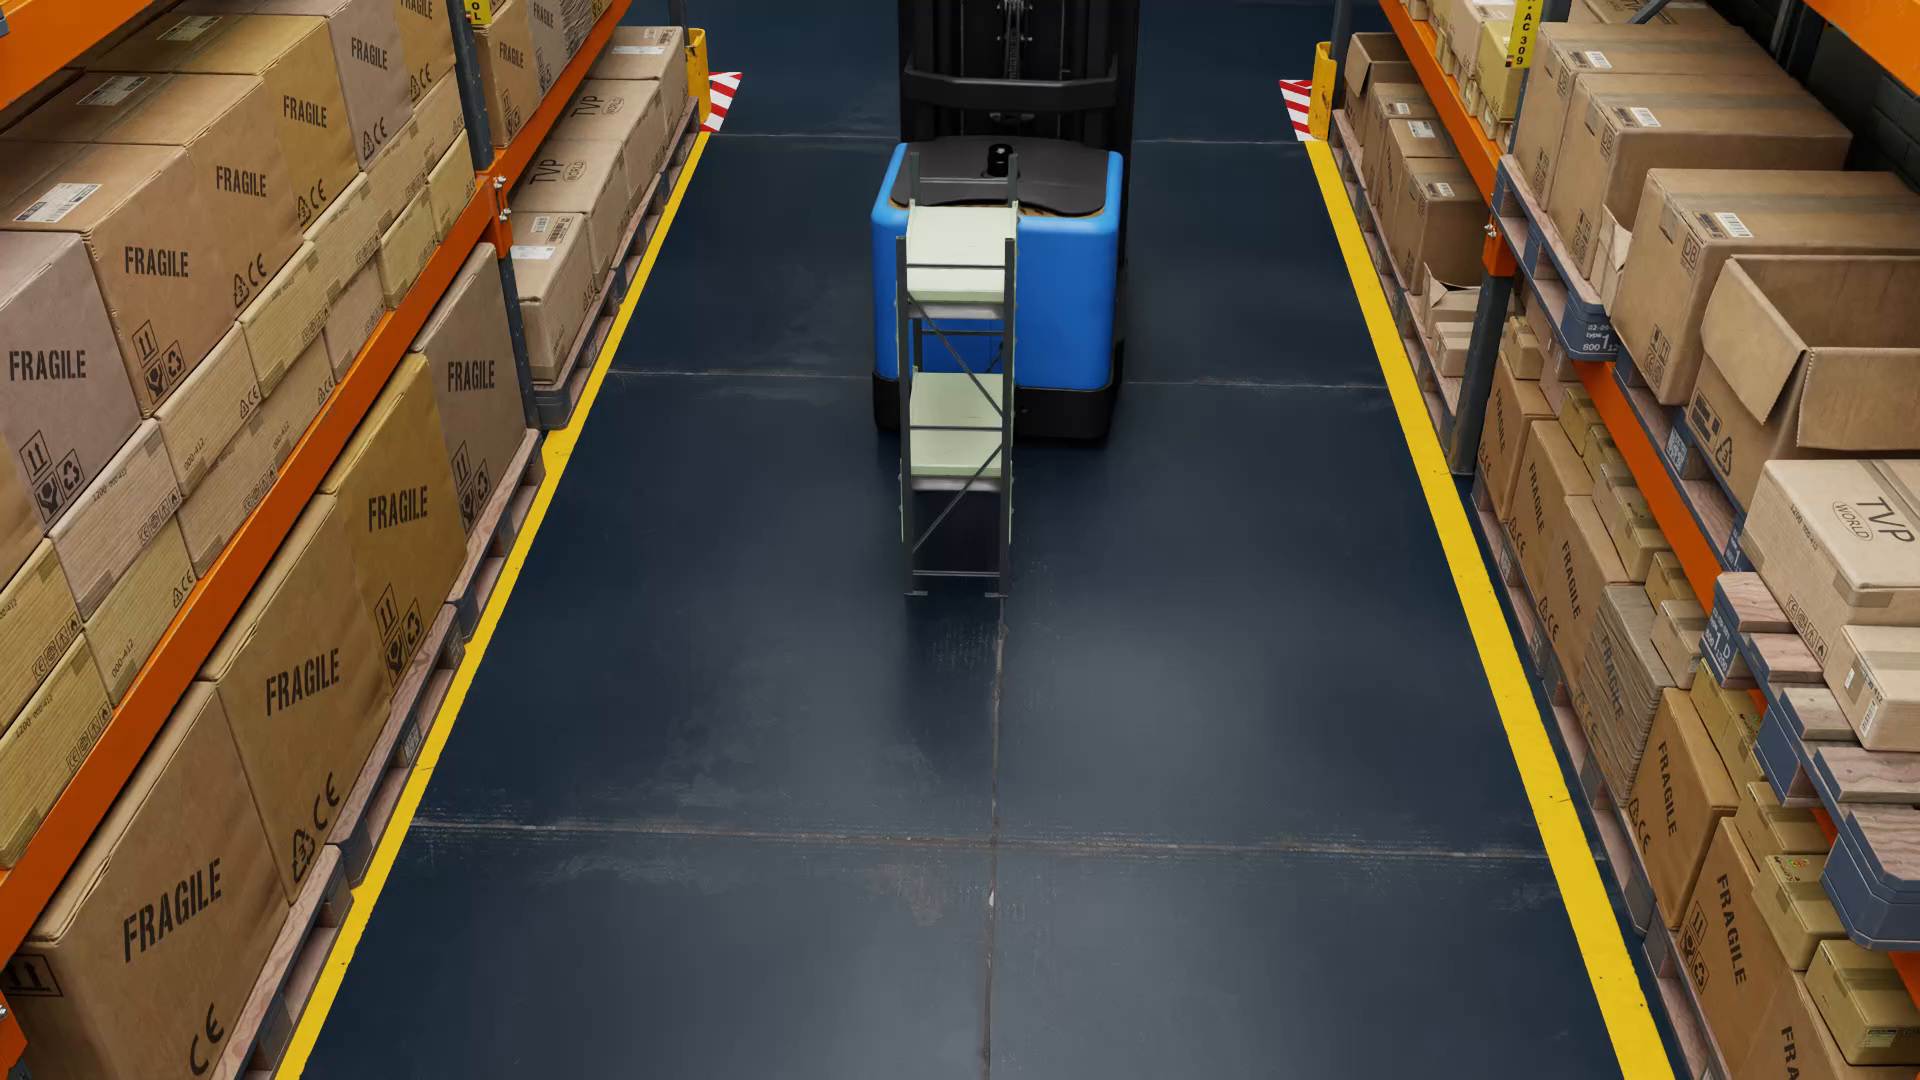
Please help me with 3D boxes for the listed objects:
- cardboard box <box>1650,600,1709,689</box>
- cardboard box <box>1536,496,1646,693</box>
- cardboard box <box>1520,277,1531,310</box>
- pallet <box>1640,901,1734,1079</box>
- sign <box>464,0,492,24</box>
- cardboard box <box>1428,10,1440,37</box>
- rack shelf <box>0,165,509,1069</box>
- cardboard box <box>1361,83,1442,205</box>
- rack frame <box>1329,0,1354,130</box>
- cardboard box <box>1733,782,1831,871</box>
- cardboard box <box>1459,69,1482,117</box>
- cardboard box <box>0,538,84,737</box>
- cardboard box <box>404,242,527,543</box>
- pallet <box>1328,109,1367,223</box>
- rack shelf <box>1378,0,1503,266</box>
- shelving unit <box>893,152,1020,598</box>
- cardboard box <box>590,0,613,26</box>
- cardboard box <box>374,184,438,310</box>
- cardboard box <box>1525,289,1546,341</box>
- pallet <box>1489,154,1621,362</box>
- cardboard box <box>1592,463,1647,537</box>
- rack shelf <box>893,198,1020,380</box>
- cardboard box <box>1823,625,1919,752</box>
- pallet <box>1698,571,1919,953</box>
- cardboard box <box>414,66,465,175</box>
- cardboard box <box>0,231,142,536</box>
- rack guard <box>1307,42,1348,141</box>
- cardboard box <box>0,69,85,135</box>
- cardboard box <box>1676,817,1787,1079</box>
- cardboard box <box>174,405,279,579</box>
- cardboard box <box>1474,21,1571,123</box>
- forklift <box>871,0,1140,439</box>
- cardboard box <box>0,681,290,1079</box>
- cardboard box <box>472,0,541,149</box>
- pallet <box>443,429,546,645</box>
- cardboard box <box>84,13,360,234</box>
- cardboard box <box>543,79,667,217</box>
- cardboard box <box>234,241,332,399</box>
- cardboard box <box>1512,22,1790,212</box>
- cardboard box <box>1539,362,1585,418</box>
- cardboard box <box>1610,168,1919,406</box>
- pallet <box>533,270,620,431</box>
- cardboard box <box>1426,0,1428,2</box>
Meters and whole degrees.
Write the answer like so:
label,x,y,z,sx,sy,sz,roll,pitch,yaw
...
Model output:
label,x,y,z,sx,sy,sz,roll,pitch,yaw
cardboard box,2.300,0.309,4.946,0.380,0.149,0.250,0,35,0
cardboard box,2.332,0.193,5.676,0.500,0.500,0.500,0,35,0
cardboard box,2.892,-1.152,7.895,0.380,0.149,0.250,1,35,1
pallet,2.519,1.487,4.450,1.003,0.211,1.213,1,35,2
sign,-1.805,-2.071,6.149,0.100,0.325,0.005,1,35,2
cardboard box,2.453,-2.496,7.911,0.380,0.149,0.250,1,35,2
rack shelf,-2.428,-0.193,5.041,1.077,0.370,4.000,1,35,2
cardboard box,2.580,-2.131,8.983,0.700,0.500,0.500,3,35,4
rack frame,2.773,-3.822,9.579,1.000,3.000,0.127,1,35,2
cardboard box,2.253,0.763,4.301,0.380,0.149,0.250,0,35,0
cardboard box,2.348,-1.910,7.077,0.380,0.149,0.250,2,35,3
cardboard box,-2.241,0.233,3.505,0.500,0.250,0.500,1,35,2
cardboard box,-2.293,-0.581,6.450,0.875,0.875,0.875,2,35,3
pallet,2.739,-2.179,9.667,1.003,0.211,1.213,1,35,2
rack shelf,2.693,-2.378,8.151,1.077,0.370,4.000,1,35,2
shelving unit,0.000,-0.610,6.313,0.431,1.500,0.755,1,35,2
cardboard box,-1.996,-2.811,8.054,0.500,0.500,0.500,2,35,3
cardboard box,-2.135,-1.019,5.721,0.500,0.250,0.500,1,35,1
cardboard box,2.393,-0.859,6.349,0.380,0.149,0.250,1,35,1
pallet,2.471,-0.989,5.715,1.003,0.211,1.213,1,35,2
cardboard box,2.354,-0.129,5.570,0.380,0.149,0.250,1,35,2
rack shelf,0.000,-0.929,6.089,0.431,0.370,0.720,1,35,2
cardboard box,2.095,0.319,3.540,0.380,0.149,0.250,2,35,3
pallet,2.409,0.462,3.651,1.213,0.211,1.003,1,35,2
cardboard box,-2.122,-1.520,6.000,0.500,0.250,0.500,1,35,2
cardboard box,-2.234,-0.351,3.684,0.500,0.500,0.500,1,35,2
rack guard,2.770,-2.755,10.236,1.175,0.500,0.348,1,35,2
cardboard box,-2.682,-0.962,4.553,0.500,0.500,0.500,1,35,1
cardboard box,2.284,1.090,4.399,0.500,0.500,0.500,1,35,1
cardboard box,-2.207,-0.149,4.483,0.500,0.250,0.500,2,35,3
cardboard box,2.389,-1.882,6.691,0.500,0.250,0.500,2,35,3
forklift,0.291,-2.472,7.718,1.130,2.935,3.031,4,35,5
cardboard box,-2.397,0.964,4.252,0.875,0.875,0.875,1,35,1
cardboard box,-2.067,-1.941,6.816,0.500,0.500,0.500,2,35,3
pallet,-2.303,-0.050,6.638,1.003,0.211,1.213,1,35,2
cardboard box,-2.168,-1.235,4.943,0.500,0.500,0.500,2,35,3
cardboard box,-2.142,-2.150,9.064,0.875,0.438,0.875,2,35,3
cardboard box,-2.153,-0.641,4.749,0.500,0.250,0.500,2,35,3
cardboard box,2.369,-1.464,5.772,0.700,0.500,0.500,2,35,3
cardboard box,2.398,-0.577,6.207,0.380,0.149,0.250,0,35,1
cardboard box,2.317,-0.715,4.707,0.700,0.500,0.500,1,35,2
pallet,-2.239,-0.930,7.890,1.003,0.211,1.213,1,35,2
cardboard box,2.449,-2.752,7.929,0.500,0.250,0.500,0,35,1
